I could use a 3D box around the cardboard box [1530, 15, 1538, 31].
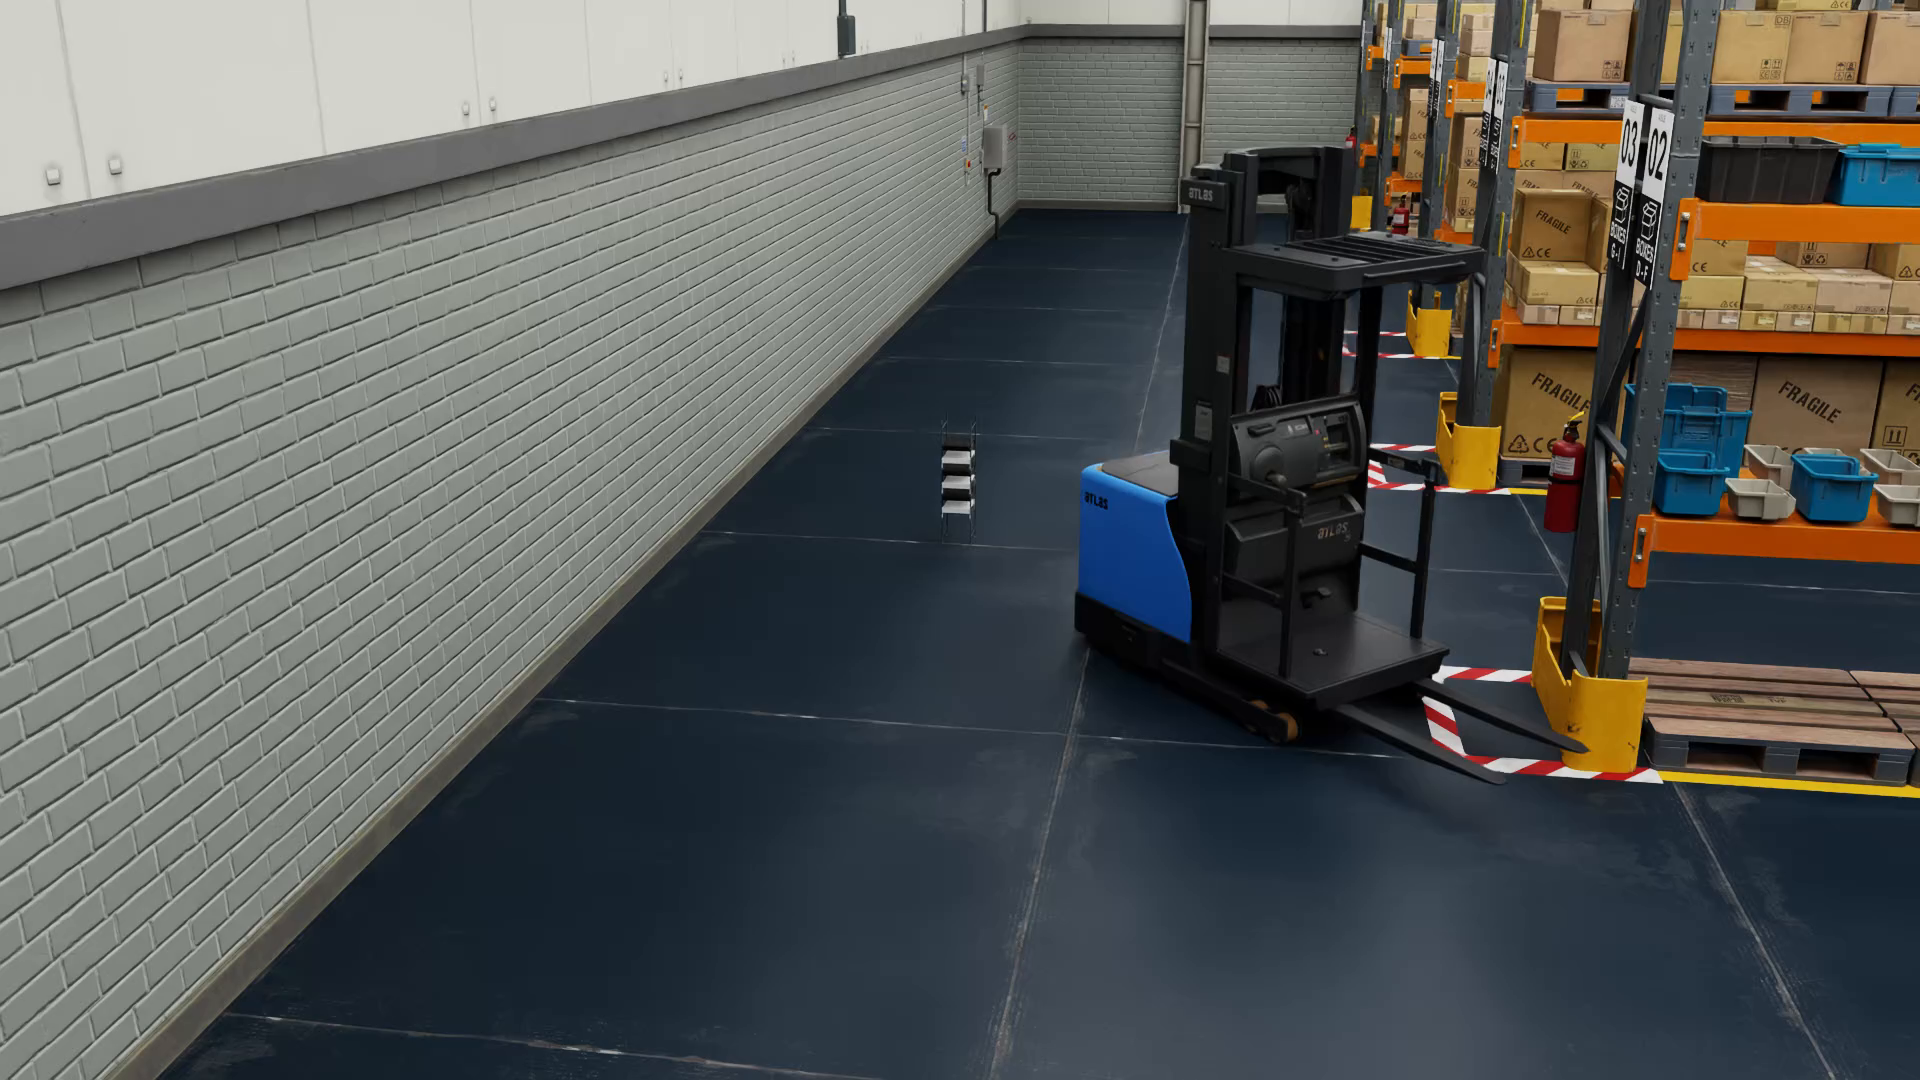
[{"bbox_3d":[5.795,-5.181,16.654,0.250,0.149,0.380,3,19,9],"label":"cardboard box"}]

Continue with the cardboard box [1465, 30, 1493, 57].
[{"bbox_3d":[5.408,-5.031,16.832,0.500,0.250,0.500,3,19,10],"label":"cardboard box"}]

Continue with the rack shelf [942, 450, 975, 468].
[{"bbox_3d":[-0.008,-0.566,11.615,0.200,0.077,0.258,3,19,9],"label":"rack shelf"}]

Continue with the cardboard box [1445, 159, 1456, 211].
[{"bbox_3d":[5.491,-3.793,17.785,0.500,0.500,0.500,3,19,10],"label":"cardboard box"}]

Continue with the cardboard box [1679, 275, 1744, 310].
[{"bbox_3d":[5.561,-1.908,12.546,0.500,0.250,0.500,2,19,7],"label":"cardboard box"}]

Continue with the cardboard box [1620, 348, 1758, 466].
[{"bbox_3d":[5.663,-1.136,13.158,0.875,0.875,0.875,3,19,9],"label":"cardboard box"}]

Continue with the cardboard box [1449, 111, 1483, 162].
[{"bbox_3d":[5.498,-4.264,17.617,0.500,0.500,0.500,3,19,8],"label":"cardboard box"}]

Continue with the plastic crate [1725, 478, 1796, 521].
[{"bbox_3d":[3.829,-0.192,7.969,0.298,0.136,0.250,3,19,9],"label":"plastic crate"}]

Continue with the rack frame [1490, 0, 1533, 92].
[{"bbox_3d":[4.120,-4.842,12.094,0.127,3.000,1.000,3,19,9],"label":"rack frame"}]

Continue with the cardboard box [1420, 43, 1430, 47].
[{"bbox_3d":[7.267,-7.849,26.201,0.250,0.149,0.380,3,19,9],"label":"cardboard box"}]

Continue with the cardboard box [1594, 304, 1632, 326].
[{"bbox_3d":[4.924,-1.732,12.648,0.250,0.149,0.380,2,19,7],"label":"cardboard box"}]

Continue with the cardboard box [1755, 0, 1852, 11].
[{"bbox_3d":[6.113,-3.965,12.039,0.500,0.250,0.500,2,19,7],"label":"cardboard box"}]

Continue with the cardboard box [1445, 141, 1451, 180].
[{"bbox_3d":[6.624,-5.019,21.918,0.500,0.500,0.500,3,19,8],"label":"cardboard box"}]

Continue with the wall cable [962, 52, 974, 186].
[{"bbox_3d":[0.121,-5.875,22.985,0.123,1.953,0.585,3,19,9],"label":"wall cable"}]

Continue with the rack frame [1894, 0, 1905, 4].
[{"bbox_3d":[14.374,-9.100,24.817,0.127,3.000,1.000,3,19,9],"label":"rack frame"}]

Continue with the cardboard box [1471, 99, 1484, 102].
[{"bbox_3d":[6.770,-5.779,21.593,0.250,0.149,0.380,2,19,7],"label":"cardboard box"}]

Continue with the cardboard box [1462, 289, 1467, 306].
[{"bbox_3d":[5.470,-2.543,17.569,0.250,0.149,0.380,2,19,6],"label":"cardboard box"}]

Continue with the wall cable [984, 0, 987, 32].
[{"bbox_3d":[0.632,-9.269,25.265,0.133,3.039,2.988,3,19,9],"label":"wall cable"}]

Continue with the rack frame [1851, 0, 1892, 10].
[{"bbox_3d":[8.956,-6.190,16.121,0.127,3.000,1.000,3,19,9],"label":"rack frame"}]

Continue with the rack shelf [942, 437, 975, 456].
[{"bbox_3d":[-0.008,-0.652,11.586,0.200,0.077,0.258,3,19,9],"label":"rack shelf"}]

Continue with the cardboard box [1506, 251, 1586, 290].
[{"bbox_3d":[4.640,-2.126,13.198,0.500,0.250,0.500,3,19,8],"label":"cardboard box"}]

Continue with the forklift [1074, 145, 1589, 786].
[{"bbox_3d":[1.930,-0.500,8.677,1.130,2.935,3.031,-12,22,-32],"label":"forklift"}]

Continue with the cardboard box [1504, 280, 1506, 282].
[{"bbox_3d":[6.084,-2.724,18.112,0.250,0.149,0.380,3,19,7],"label":"cardboard box"}]

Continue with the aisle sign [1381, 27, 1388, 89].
[{"bbox_3d":[5.670,-6.436,22.213,0.004,0.787,0.394,3,19,9],"label":"aisle sign"}]

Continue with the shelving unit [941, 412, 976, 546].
[{"bbox_3d":[-0.008,-0.427,11.662,0.210,0.900,0.258,3,19,9],"label":"shelving unit"}]

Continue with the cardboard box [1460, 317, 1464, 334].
[{"bbox_3d":[5.473,-2.267,17.682,0.250,0.149,0.380,3,19,10],"label":"cardboard box"}]

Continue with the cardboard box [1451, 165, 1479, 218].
[{"bbox_3d":[5.406,-3.626,17.285,0.500,0.500,0.500,4,19,11],"label":"cardboard box"}]

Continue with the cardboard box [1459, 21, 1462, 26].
[{"bbox_3d":[7.879,-7.993,26.005,0.500,0.250,0.500,2,19,7],"label":"cardboard box"}]

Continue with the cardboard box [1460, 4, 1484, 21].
[{"bbox_3d":[7.871,-8.233,25.935,0.500,0.250,0.500,3,19,8],"label":"cardboard box"}]

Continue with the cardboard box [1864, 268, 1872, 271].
[{"bbox_3d":[7.157,-1.998,12.816,0.500,0.250,0.500,3,19,8],"label":"cardboard box"}]

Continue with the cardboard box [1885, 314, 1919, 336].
[{"bbox_3d":[6.955,-1.629,12.339,0.250,0.149,0.380,3,19,10],"label":"cardboard box"}]

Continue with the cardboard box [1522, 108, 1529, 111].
[{"bbox_3d":[7.141,-5.463,21.670,0.500,0.500,0.500,3,19,8],"label":"cardboard box"}]

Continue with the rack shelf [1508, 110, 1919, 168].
[{"bbox_3d":[6.095,-2.978,12.383,4.000,0.370,1.077,3,19,9],"label":"rack shelf"}]

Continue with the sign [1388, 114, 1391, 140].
[{"bbox_3d":[5.598,-5.377,21.656,0.005,0.325,0.100,3,19,9],"label":"sign"}]

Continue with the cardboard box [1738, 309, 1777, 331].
[{"bbox_3d":[5.937,-1.680,12.493,0.250,0.149,0.380,2,19,7],"label":"cardboard box"}]

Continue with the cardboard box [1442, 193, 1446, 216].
[{"bbox_3d":[7.902,-5.555,26.957,0.500,0.500,0.700,4,19,11],"label":"cardboard box"}]

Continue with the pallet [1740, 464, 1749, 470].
[{"bbox_3d":[6.123,-0.597,13.255,1.213,0.211,1.003,3,19,9],"label":"pallet"}]

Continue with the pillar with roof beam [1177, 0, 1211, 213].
[{"bbox_3d":[3.273,-8.572,23.239,0.400,9.000,9.100,3,19,9],"label":"pillar with roof beam"}]

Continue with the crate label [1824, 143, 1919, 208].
[{"bbox_3d":[4.194,-1.650,7.514,0.502,0.251,0.408,3,19,9],"label":"crate label"}]

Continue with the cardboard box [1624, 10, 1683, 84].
[{"bbox_3d":[5.178,-3.638,12.246,0.500,0.500,0.700,2,19,7],"label":"cardboard box"}]

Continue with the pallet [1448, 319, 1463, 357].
[{"bbox_3d":[5.878,-2.168,17.950,1.213,0.211,1.003,3,19,9],"label":"pallet"}]

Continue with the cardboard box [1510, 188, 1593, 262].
[{"bbox_3d":[4.643,-2.481,13.076,0.500,0.500,0.500,3,19,9],"label":"cardboard box"}]

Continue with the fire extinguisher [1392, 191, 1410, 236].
[{"bbox_3d":[4.831,-3.490,18.216,0.183,0.674,0.296,3,19,9],"label":"fire extinguisher"}]

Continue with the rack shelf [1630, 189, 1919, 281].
[{"bbox_3d":[5.309,-1.426,7.745,4.000,0.370,1.077,3,19,9],"label":"rack shelf"}]

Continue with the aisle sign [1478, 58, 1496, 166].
[{"bbox_3d":[4.096,-3.328,12.925,0.004,0.787,0.394,3,19,9],"label":"aisle sign"}]

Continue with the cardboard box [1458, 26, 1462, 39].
[{"bbox_3d":[6.577,-6.662,21.834,0.250,0.149,0.380,1,19,4],"label":"cardboard box"}]

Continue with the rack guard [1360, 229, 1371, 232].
[{"bbox_3d":[5.668,-3.918,22.725,0.348,0.500,1.175,3,19,9],"label":"rack guard"}]

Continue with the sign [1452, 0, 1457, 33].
[{"bbox_3d":[4.920,-5.213,16.552,0.005,0.325,0.100,3,19,9],"label":"sign"}]

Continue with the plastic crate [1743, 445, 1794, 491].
[{"bbox_3d":[4.168,-0.365,8.487,0.243,0.136,0.396,3,19,9],"label":"plastic crate"}]

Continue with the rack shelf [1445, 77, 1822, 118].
[{"bbox_3d":[6.981,-4.527,17.012,4.000,0.370,1.077,3,19,9],"label":"rack shelf"}]

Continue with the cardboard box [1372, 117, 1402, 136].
[{"bbox_3d":[6.881,-6.620,26.629,0.500,0.250,0.500,3,19,9],"label":"cardboard box"}]

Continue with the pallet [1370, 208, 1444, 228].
[{"bbox_3d":[7.338,-5.291,27.285,1.213,0.211,1.003,3,19,9],"label":"pallet"}]

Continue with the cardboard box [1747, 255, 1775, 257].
[{"bbox_3d":[10.266,-4.086,21.975,0.875,0.875,0.875,4,19,10],"label":"cardboard box"}]
